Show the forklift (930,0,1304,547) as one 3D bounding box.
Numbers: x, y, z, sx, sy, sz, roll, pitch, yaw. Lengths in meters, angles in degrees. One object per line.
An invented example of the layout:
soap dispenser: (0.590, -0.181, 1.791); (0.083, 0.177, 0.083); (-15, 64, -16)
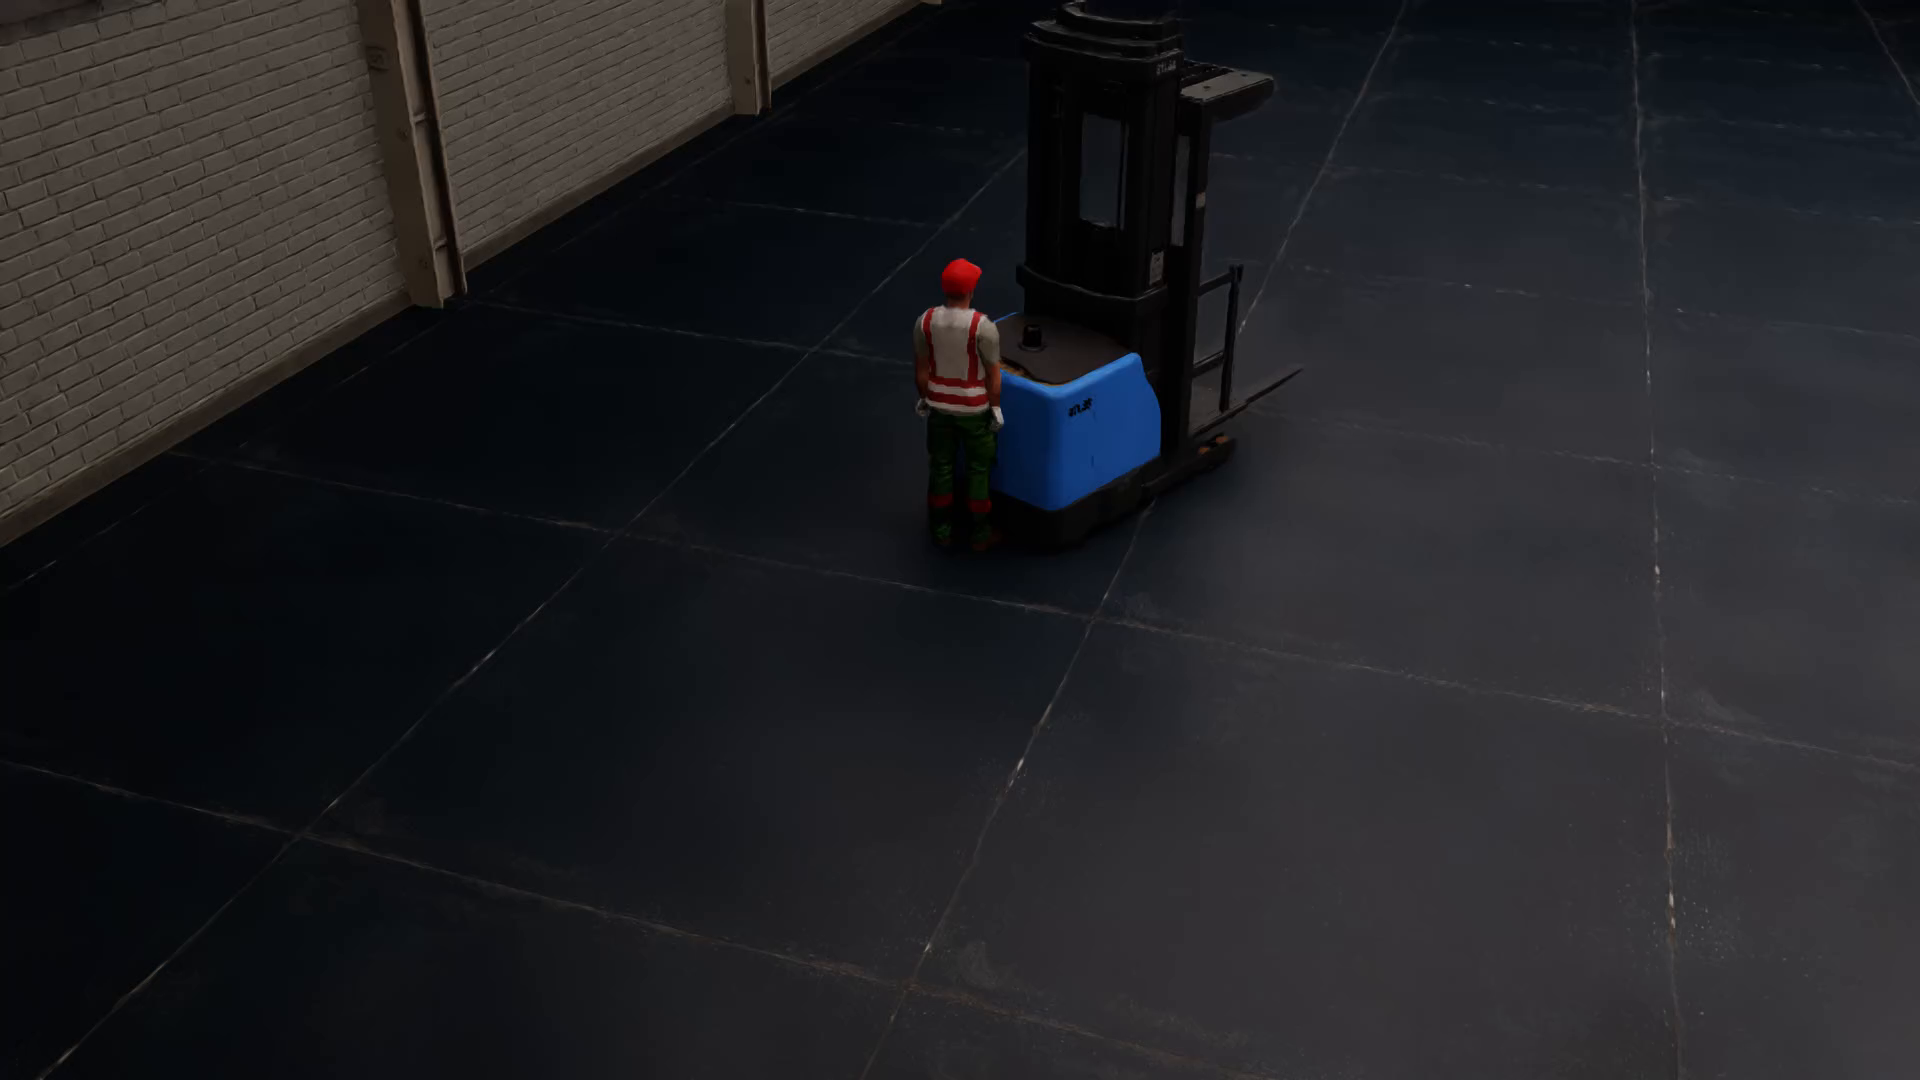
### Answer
forklift: (1.180, -1.877, 10.430); (1.130, 2.935, 3.031); (24, 38, 36)

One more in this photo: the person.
person: (0.006, -0.788, 9.670); (0.540, 1.795, 0.349); (10, 31, 16)
